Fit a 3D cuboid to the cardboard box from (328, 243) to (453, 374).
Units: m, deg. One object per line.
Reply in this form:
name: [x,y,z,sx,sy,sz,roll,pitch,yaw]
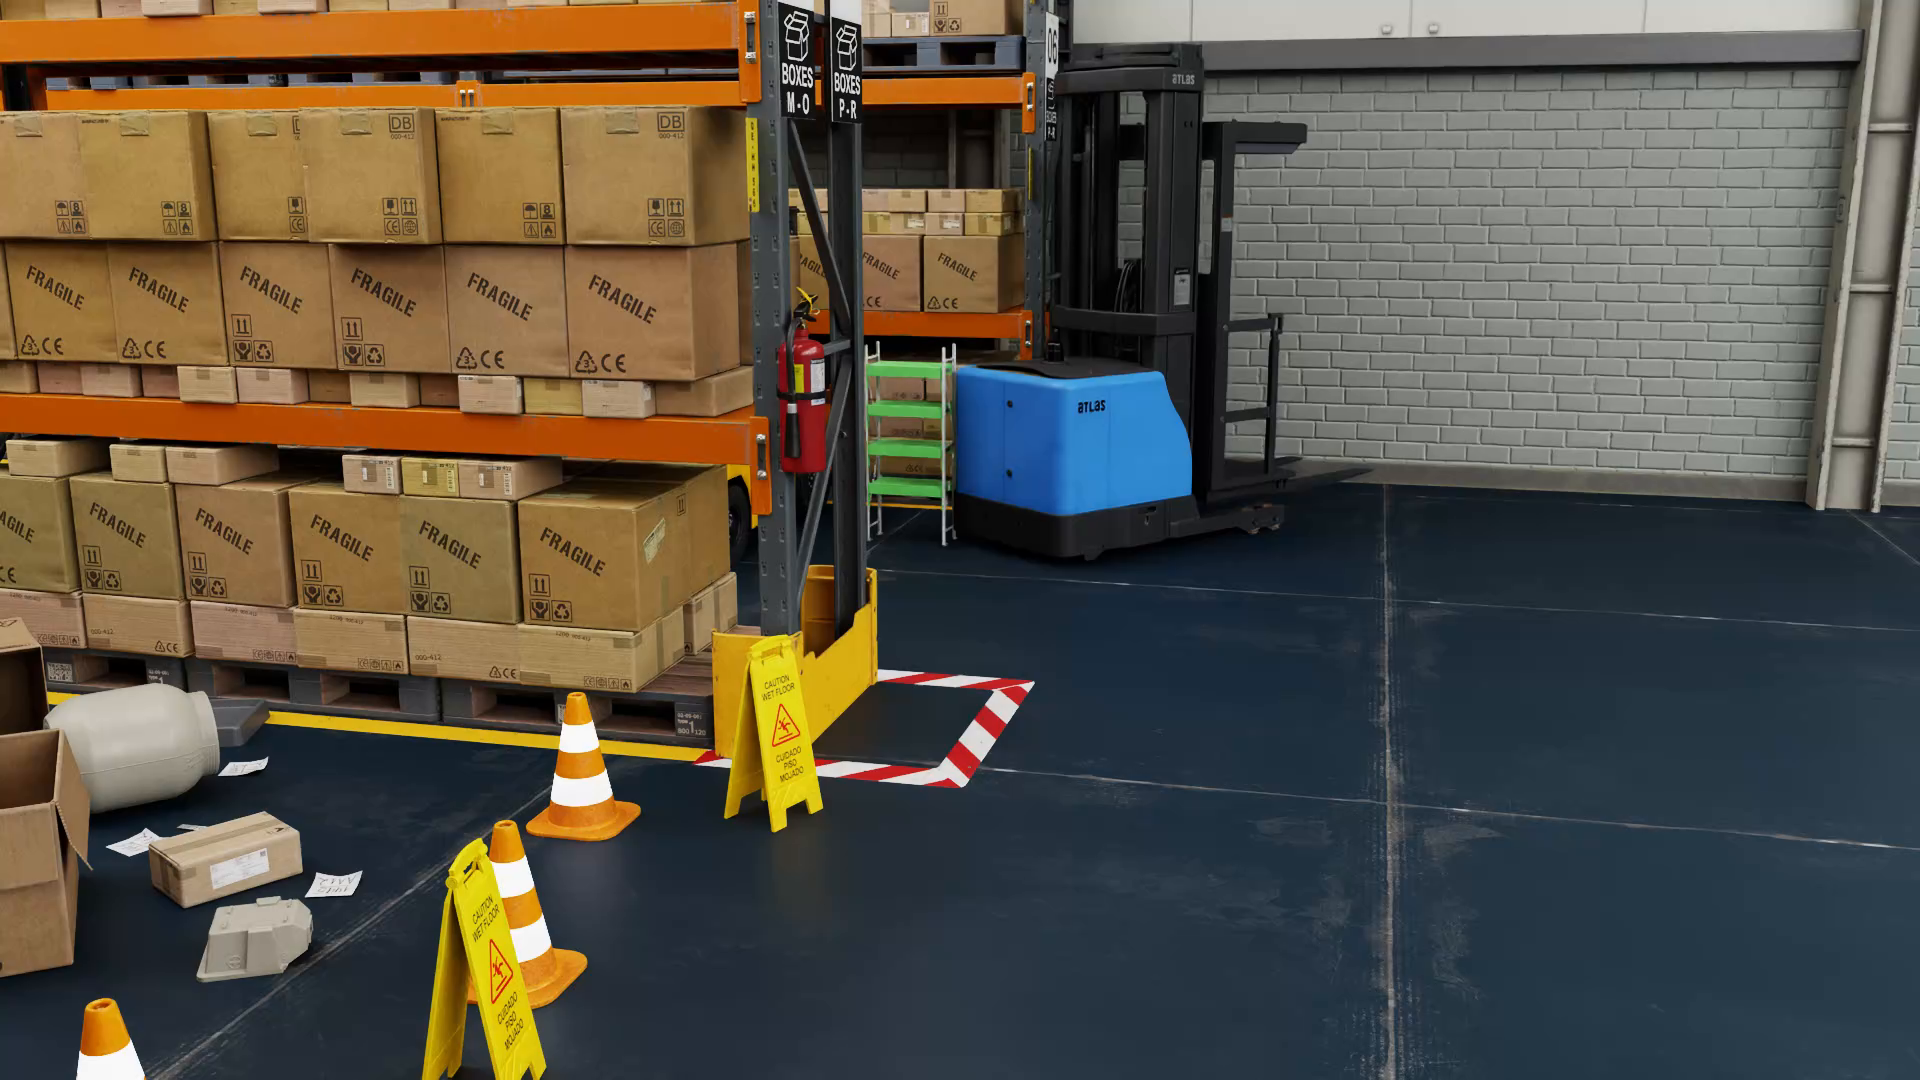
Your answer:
cardboard box: [-2.149,-0.950,6.672,0.500,0.500,0.500,3,13,13]

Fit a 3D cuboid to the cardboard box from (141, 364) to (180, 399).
cardboard box: [-3.220,-0.696,7.026,0.250,0.149,0.380,3,13,13]

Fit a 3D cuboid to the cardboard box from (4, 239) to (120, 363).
cardboard box: [-3.617,-1.031,7.038,0.500,0.500,0.500,3,13,13]

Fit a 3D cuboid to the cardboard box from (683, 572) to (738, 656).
cardboard box: [-1.303,0.305,7.311,0.500,0.250,0.500,3,13,13]

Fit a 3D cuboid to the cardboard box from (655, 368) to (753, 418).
cardboard box: [-1.001,-0.584,6.520,0.250,0.149,0.380,4,13,15]

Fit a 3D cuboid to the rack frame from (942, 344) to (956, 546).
rack frame: [-0.066,-0.574,10.053,0.015,1.200,0.240,4,13,16]

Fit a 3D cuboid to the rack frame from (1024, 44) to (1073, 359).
rack frame: [0.599,-1.776,11.313,0.127,3.000,1.000,3,13,14]

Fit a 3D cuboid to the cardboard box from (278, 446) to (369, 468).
cardboard box: [-2.841,-0.142,7.595,0.500,0.500,0.500,4,13,17]

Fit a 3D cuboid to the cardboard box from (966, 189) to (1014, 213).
cardboard box: [0.201,-2.261,11.084,0.250,0.149,0.380,3,13,14]

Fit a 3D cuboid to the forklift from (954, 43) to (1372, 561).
forklift: [1.430,-1.547,10.438,3.031,2.935,1.130,-10,16,-37]

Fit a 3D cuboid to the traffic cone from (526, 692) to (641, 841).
traffic cone: [-1.313,0.755,5.761,0.334,0.463,0.336,3,13,14]

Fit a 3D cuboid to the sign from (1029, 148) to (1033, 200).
sign: [0.456,-2.344,10.651,0.005,0.325,0.100,3,13,14]

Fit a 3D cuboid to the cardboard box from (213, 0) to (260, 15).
cardboard box: [-2.727,-2.133,6.578,0.250,0.149,0.380,3,13,14]

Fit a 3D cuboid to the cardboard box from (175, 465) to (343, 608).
cardboard box: [-2.936,-0.028,7.084,0.500,0.500,0.500,4,13,16]

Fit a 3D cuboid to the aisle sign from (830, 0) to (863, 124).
aisle sign: [-0.452,-2.063,6.606,0.004,0.787,0.394,3,13,14]

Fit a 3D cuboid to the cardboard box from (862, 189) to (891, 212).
cardboard box: [-0.530,-2.304,11.277,0.250,0.149,0.380,3,13,14]

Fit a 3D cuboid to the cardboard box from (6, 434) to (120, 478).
cardboard box: [-3.855,-0.379,7.164,0.250,0.149,0.380,3,13,14]

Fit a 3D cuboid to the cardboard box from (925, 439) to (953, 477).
cardboard box: [0.067,-0.597,11.376,0.500,0.250,0.500,3,13,14]

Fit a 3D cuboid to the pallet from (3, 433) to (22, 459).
pallet: [-7.884,-0.877,13.697,1.213,0.211,1.003,3,13,14]

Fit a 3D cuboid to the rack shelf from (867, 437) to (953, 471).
rack shelf: [-0.300,-0.527,10.135,0.480,0.148,0.258,4,13,16]

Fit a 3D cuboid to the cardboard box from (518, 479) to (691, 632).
cardboard box: [-1.427,0.052,6.719,0.500,0.500,0.500,3,13,14]

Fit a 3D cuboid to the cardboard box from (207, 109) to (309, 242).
cardboard box: [-2.595,-1.483,6.765,0.500,0.500,0.700,3,13,13]

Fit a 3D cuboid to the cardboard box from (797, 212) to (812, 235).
cardboard box: [-1.056,-2.162,11.325,0.250,0.149,0.380,3,13,14]

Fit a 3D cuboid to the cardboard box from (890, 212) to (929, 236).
cardboard box: [-0.297,-2.134,11.198,0.250,0.149,0.380,3,13,15]

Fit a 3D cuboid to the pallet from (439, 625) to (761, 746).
pallet: [-1.440,0.576,7.151,1.213,0.211,1.003,3,13,14]

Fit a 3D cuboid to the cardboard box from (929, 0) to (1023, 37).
cardboard box: [0.111,-3.515,10.794,0.500,0.500,0.500,3,13,15]

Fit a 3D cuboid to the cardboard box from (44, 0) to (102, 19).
cardboard box: [-3.485,-2.177,6.777,0.250,0.149,0.380,3,13,15]

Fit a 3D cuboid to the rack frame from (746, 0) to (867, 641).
rack frame: [-0.586,-0.732,6.608,0.127,3.000,1.000,3,13,14]

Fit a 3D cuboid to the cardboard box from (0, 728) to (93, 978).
cardboard box: [-2.898,0.928,4.890,0.637,0.503,0.797,-6,14,-25]

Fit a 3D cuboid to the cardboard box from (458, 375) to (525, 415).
cardboard box: [-1.774,-0.598,6.586,0.250,0.149,0.380,3,13,15]

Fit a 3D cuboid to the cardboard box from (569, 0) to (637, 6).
cardboard box: [-1.249,-2.039,6.156,0.250,0.149,0.380,3,13,14]

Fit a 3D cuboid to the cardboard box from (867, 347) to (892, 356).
cardboard box: [-0.791,-1.245,11.990,0.500,0.250,0.500,3,13,13]

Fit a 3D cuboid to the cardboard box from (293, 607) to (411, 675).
cardboard box: [-2.446,0.365,7.040,0.500,0.250,0.500,3,13,12]

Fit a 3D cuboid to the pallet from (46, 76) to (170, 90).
pallet: [-6.487,-3.547,12.806,1.003,0.211,1.213,4,13,16]

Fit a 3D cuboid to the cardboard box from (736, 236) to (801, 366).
cardboard box: [-0.980,-1.009,6.939,0.500,0.500,0.500,3,13,13]

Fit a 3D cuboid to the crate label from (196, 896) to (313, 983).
crate label: [-2.027,1.138,4.789,0.298,0.136,0.250,-4,13,-16]

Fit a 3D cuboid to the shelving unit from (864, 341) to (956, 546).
shelving unit: [-0.300,-0.590,10.121,0.503,1.200,0.258,4,13,16]

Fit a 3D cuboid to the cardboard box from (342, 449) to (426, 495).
cardboard box: [-2.298,-0.297,6.796,0.250,0.149,0.380,4,13,16]

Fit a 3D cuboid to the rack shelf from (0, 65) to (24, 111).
rack shelf: [-6.412,-2.157,7.764,4.000,0.370,1.077,3,13,14]

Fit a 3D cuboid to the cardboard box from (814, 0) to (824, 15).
cardboard box: [-0.859,-3.589,11.128,0.500,0.500,0.700,3,13,14]

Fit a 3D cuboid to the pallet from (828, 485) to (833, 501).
pallet: [-1.334,-0.509,12.042,1.213,0.211,1.003,3,13,14]

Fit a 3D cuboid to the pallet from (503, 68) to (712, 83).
pallet: [-2.450,-3.366,11.759,1.213,0.211,1.003,3,13,14]

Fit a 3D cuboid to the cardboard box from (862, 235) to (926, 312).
cardboard box: [-0.443,-1.824,11.299,0.500,0.500,0.500,3,13,15]

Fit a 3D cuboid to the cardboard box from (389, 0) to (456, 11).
cardboard box: [-1.982,-2.091,6.386,0.250,0.149,0.380,3,13,13]

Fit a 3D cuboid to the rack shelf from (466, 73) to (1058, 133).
rack shelf: [-1.342,-2.993,11.534,4.000,0.370,1.077,3,13,14]

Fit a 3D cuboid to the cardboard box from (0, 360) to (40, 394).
cardboard box: [-3.983,-0.731,7.183,0.250,0.149,0.380,3,13,15]

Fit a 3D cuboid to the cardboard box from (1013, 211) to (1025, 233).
cardboard box: [0.332,-2.214,11.558,0.250,0.149,0.380,3,13,12]

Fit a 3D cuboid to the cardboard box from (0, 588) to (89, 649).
cardboard box: [-3.962,0.285,7.402,0.500,0.250,0.500,2,13,11]

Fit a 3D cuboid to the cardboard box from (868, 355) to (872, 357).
cardboard box: [-0.912,-1.134,11.492,0.500,0.250,0.500,3,13,14]

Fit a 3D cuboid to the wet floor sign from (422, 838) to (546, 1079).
wet floor sign: [-1.172,1.049,4.017,0.232,0.644,0.267,1,13,4]

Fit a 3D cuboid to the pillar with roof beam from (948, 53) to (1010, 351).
pillar with roof beam: [-0.892,-4.025,7.600,0.400,9.000,9.100,3,13,14]

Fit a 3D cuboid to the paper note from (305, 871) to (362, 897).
paper note: [-1.981,1.087,5.264,0.142,0.019,0.148,-1,13,-6]

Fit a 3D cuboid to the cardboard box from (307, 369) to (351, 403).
cardboard box: [-2.480,-0.667,6.896,0.250,0.149,0.380,3,13,14]

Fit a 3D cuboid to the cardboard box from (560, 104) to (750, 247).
cardboard box: [-1.135,-1.395,6.369,0.500,0.500,0.700,3,13,12]
